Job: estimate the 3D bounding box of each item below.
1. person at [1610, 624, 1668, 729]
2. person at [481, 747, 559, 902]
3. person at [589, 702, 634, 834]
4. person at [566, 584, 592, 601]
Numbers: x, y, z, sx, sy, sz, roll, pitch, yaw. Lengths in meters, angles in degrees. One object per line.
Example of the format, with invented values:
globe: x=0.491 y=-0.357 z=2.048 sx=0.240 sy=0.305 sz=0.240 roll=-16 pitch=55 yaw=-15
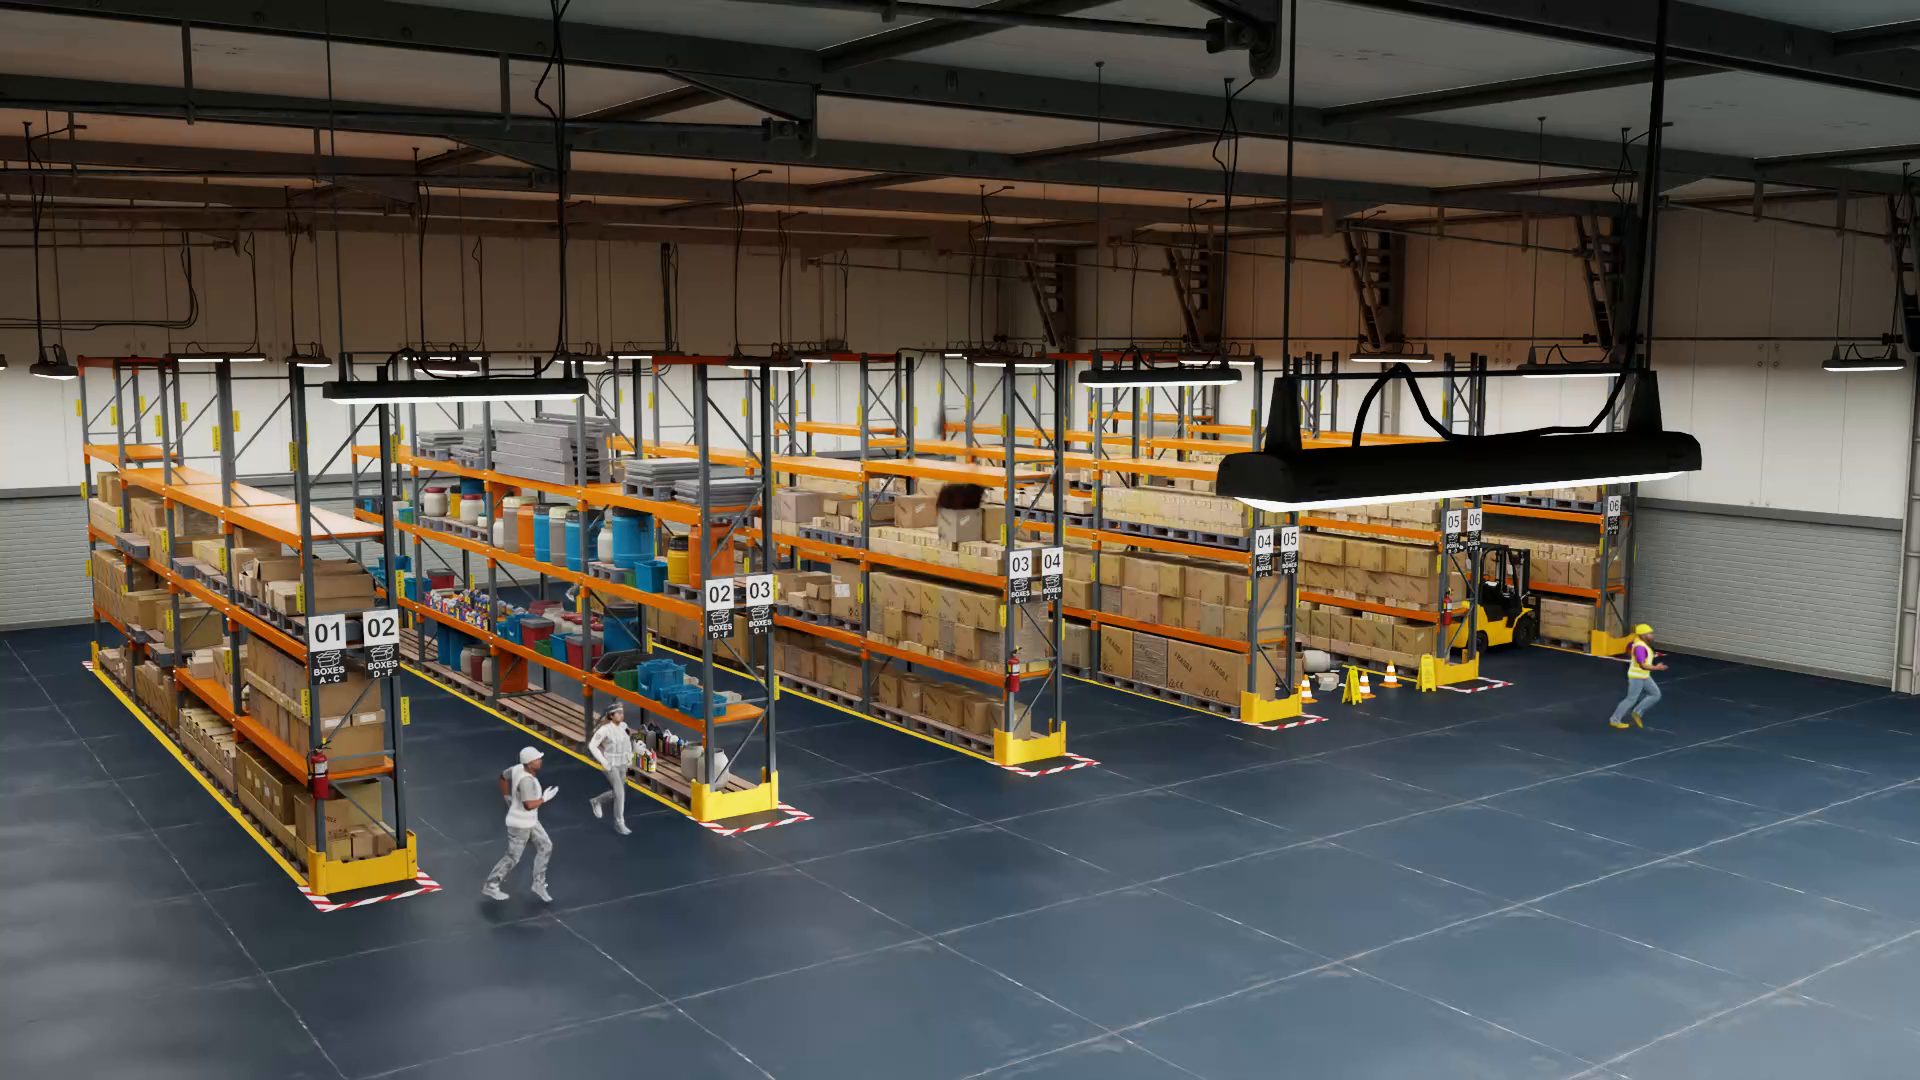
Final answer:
person: x=10.984 y=2.201 z=26.848 sx=0.840 sy=1.728 sz=0.719 roll=4 pitch=8 yaw=29
person: x=-4.921 y=3.218 z=18.588 sx=0.877 sy=1.843 sz=0.656 roll=-1 pitch=7 yaw=-8
person: x=-4.508 y=2.930 z=21.544 sx=0.790 sy=1.692 sz=0.657 roll=5 pitch=8 yaw=34
person: x=-8.985 y=0.792 z=39.526 sx=0.875 sy=1.592 sz=0.557 roll=1 pitch=7 yaw=10
